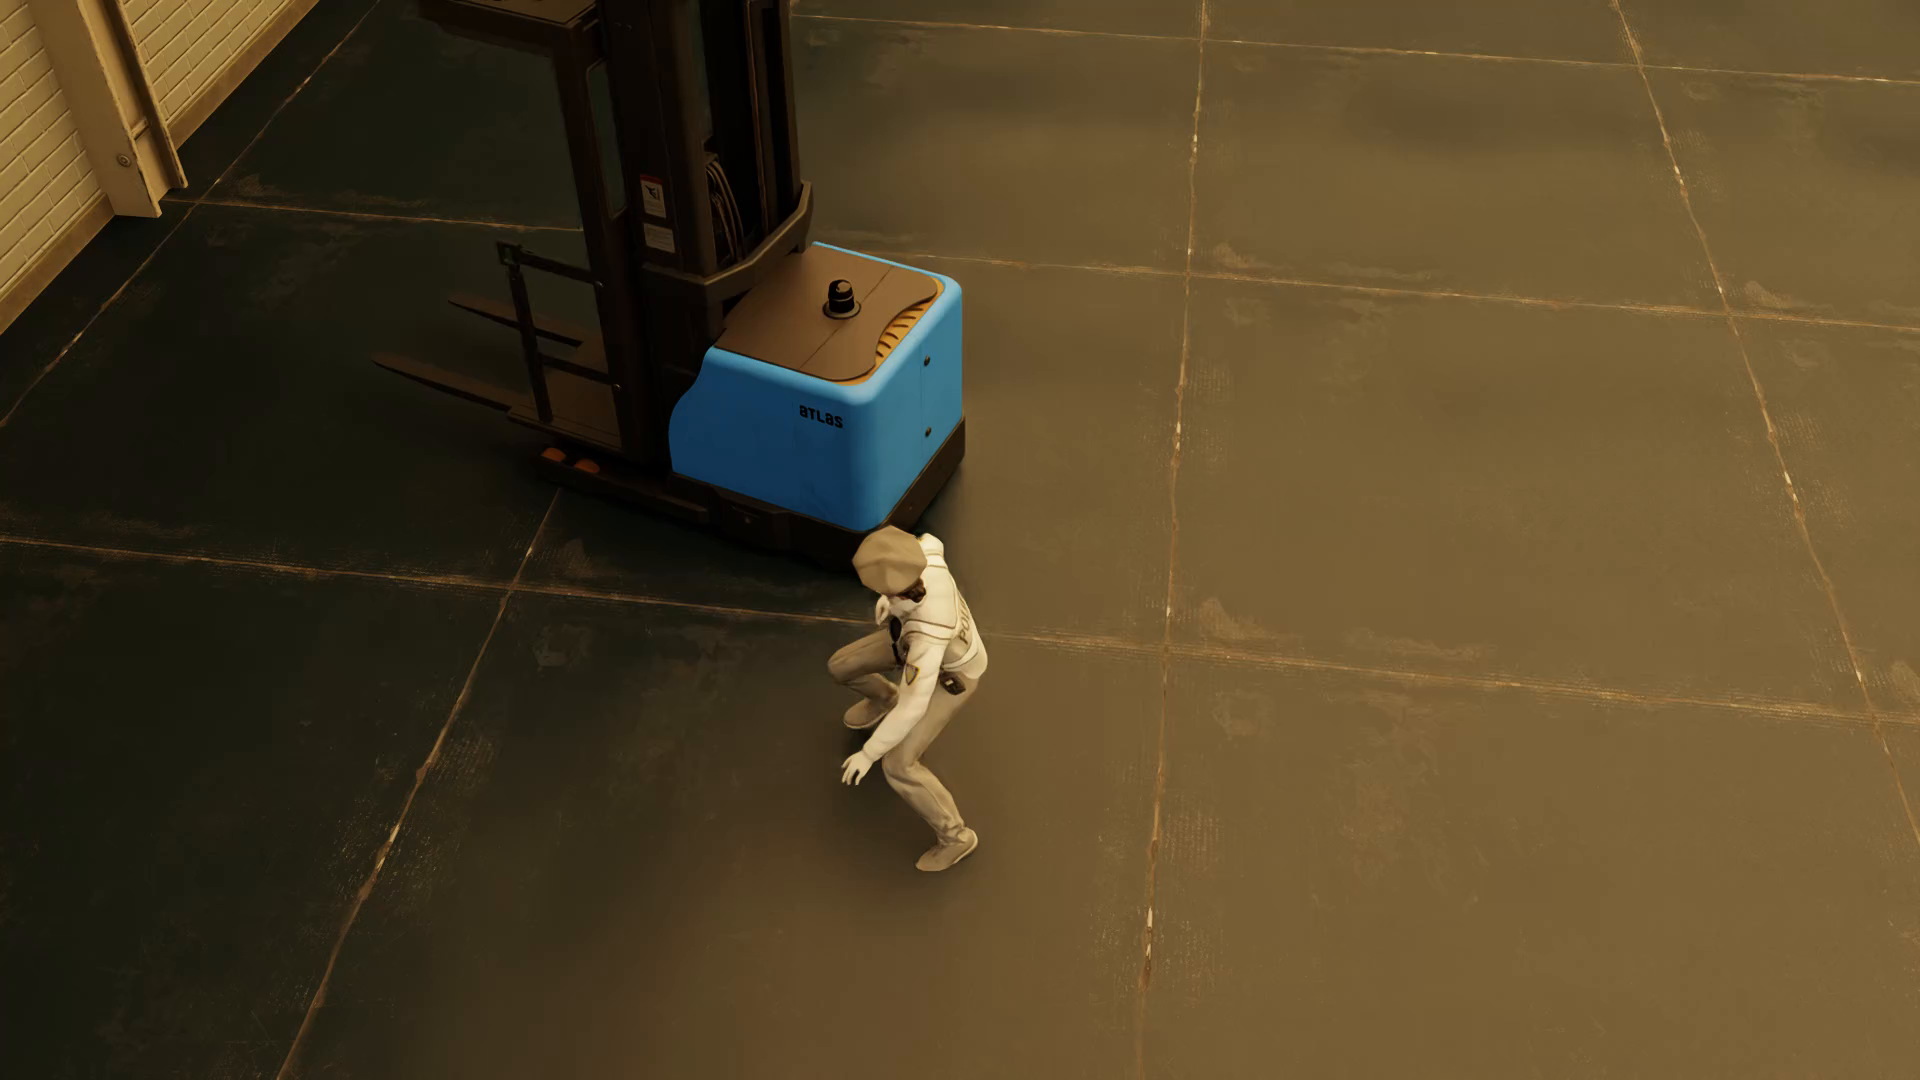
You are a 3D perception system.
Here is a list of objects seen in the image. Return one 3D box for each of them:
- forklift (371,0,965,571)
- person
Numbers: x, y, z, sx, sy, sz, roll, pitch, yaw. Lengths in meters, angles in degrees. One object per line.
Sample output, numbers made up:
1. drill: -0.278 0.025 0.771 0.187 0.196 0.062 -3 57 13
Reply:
1. forklift: -1.534 -1.615 7.482 3.031 2.935 1.130 18 45 18
2. person: -0.201 0.519 6.311 0.655 1.469 0.839 -11 44 -11
